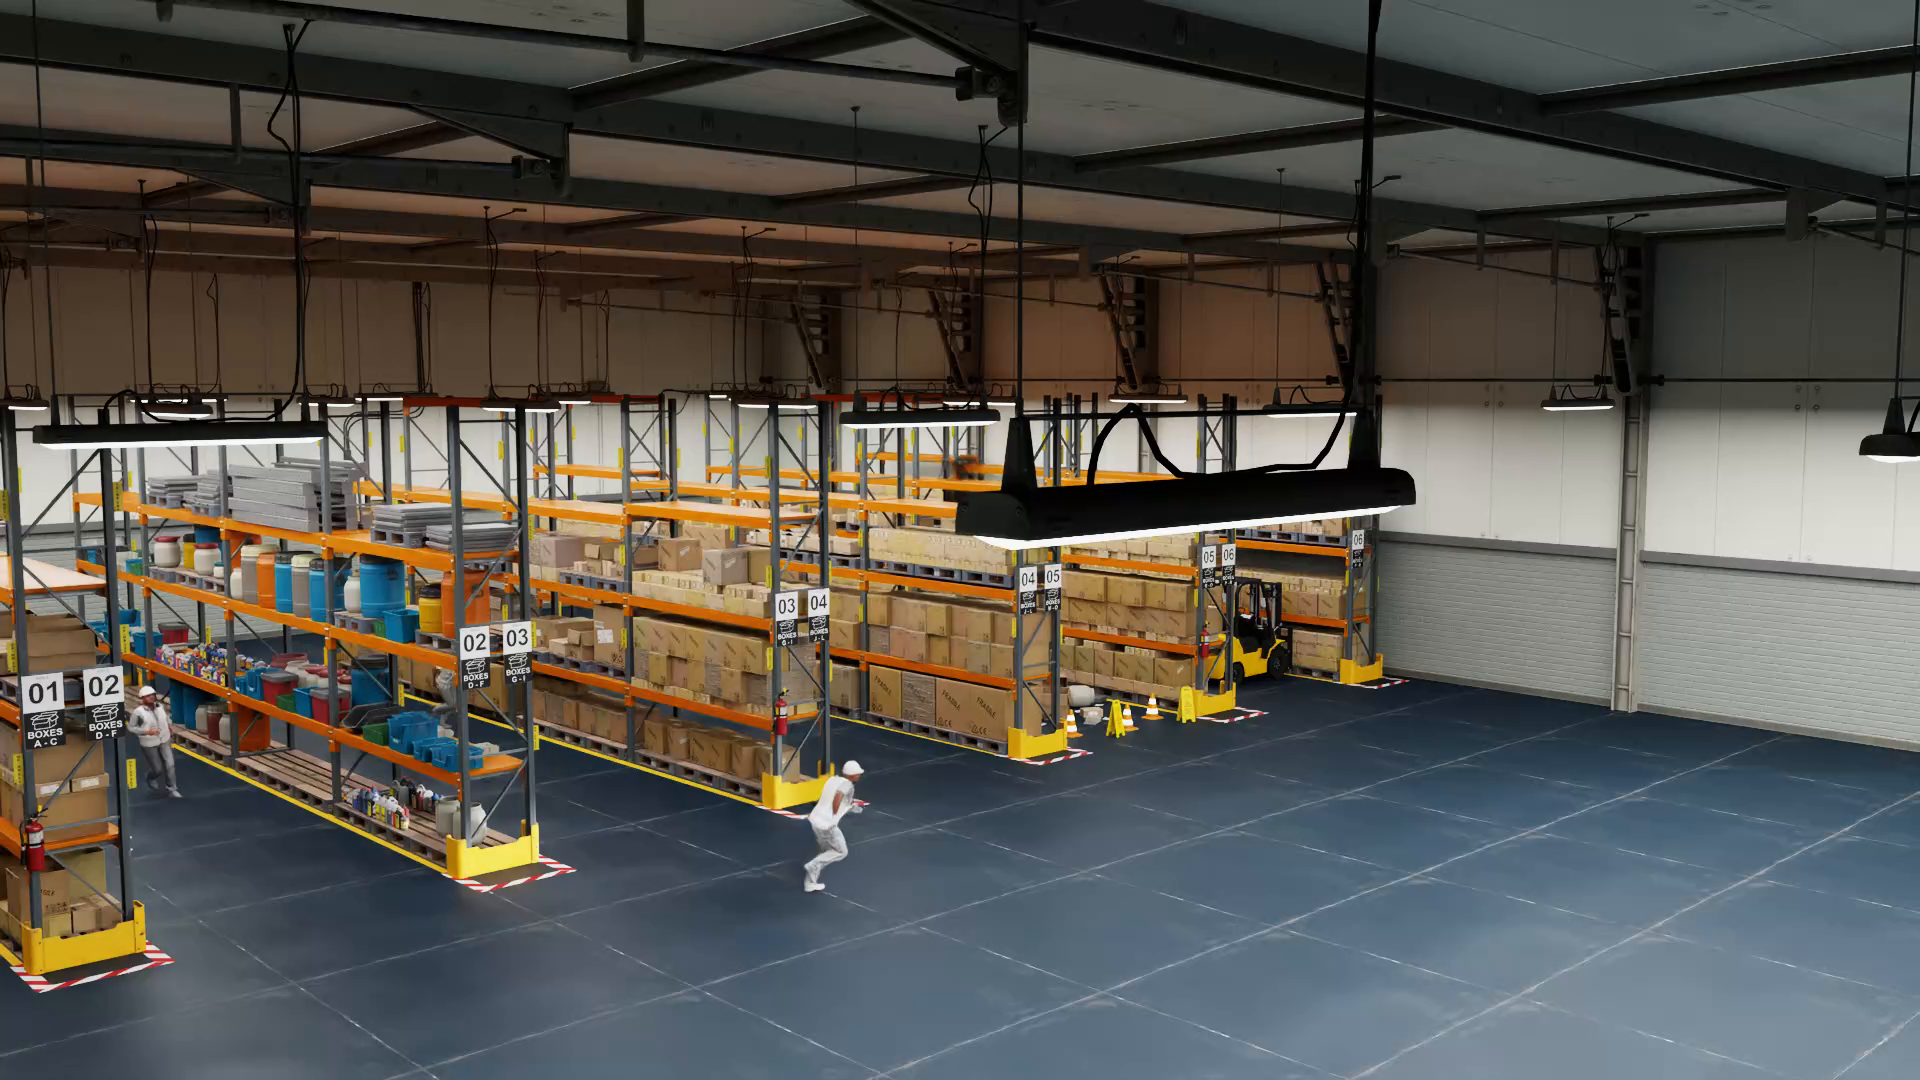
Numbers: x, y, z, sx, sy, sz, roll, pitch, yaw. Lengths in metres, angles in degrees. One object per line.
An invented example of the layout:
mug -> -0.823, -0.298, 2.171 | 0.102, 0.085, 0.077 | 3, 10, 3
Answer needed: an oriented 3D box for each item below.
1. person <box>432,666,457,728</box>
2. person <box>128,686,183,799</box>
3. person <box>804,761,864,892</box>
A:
person -> -9.244, 2.698, 30.061 | 0.770, 1.485, 0.584 | 3, 6, 26
person -> -12.218, 3.050, 25.135 | 0.845, 1.726, 0.692 | 4, 7, 36
person -> -1.540, 3.551, 20.591 | 0.816, 1.591, 0.723 | -2, 6, -23
